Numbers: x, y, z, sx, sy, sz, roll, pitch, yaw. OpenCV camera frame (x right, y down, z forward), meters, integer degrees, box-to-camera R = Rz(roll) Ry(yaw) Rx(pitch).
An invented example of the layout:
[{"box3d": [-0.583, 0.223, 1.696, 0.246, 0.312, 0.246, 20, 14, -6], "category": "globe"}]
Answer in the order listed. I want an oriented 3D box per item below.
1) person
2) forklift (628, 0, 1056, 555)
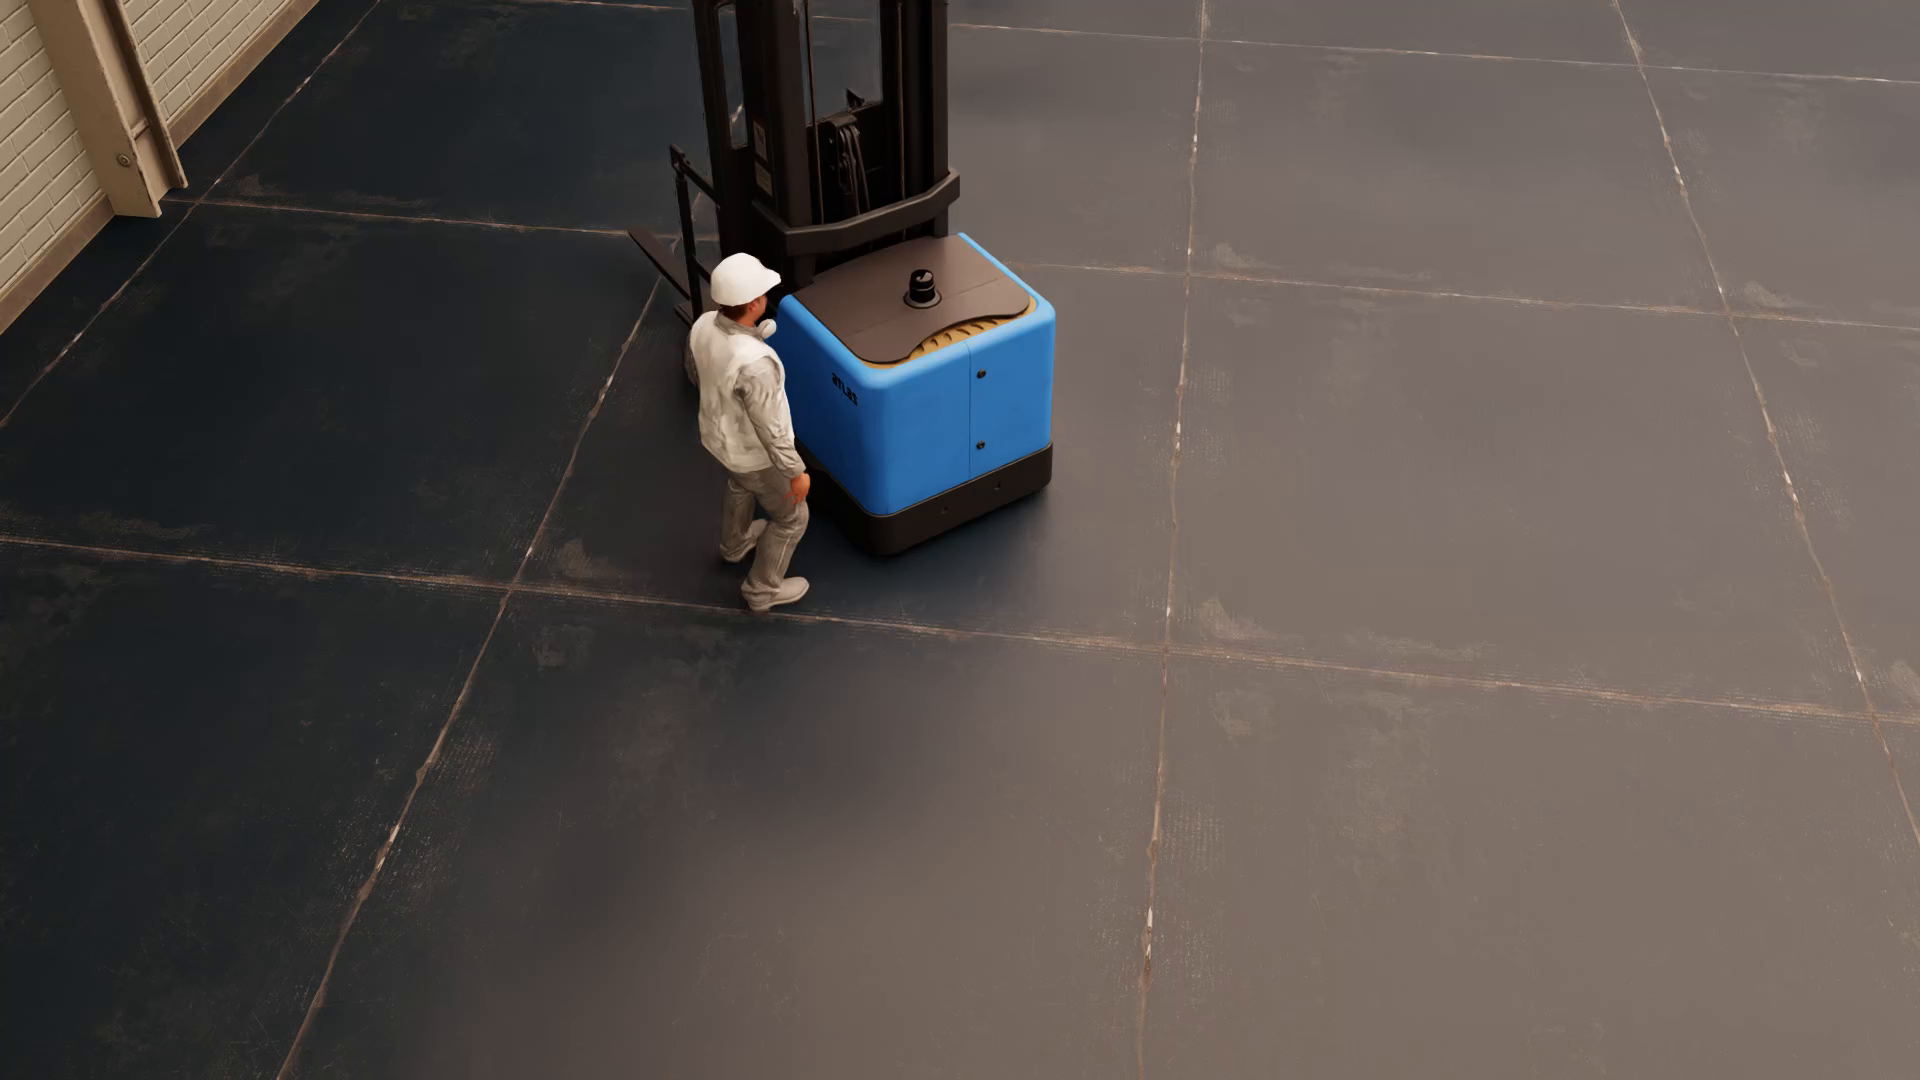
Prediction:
[{"box3d": [-0.888, -0.449, 7.097, 0.407, 1.743, 0.770, -27, 49, -27], "category": "person"}, {"box3d": [-0.786, -1.975, 7.875, 1.130, 2.935, 3.031, -24, 48, -24], "category": "forklift"}]
